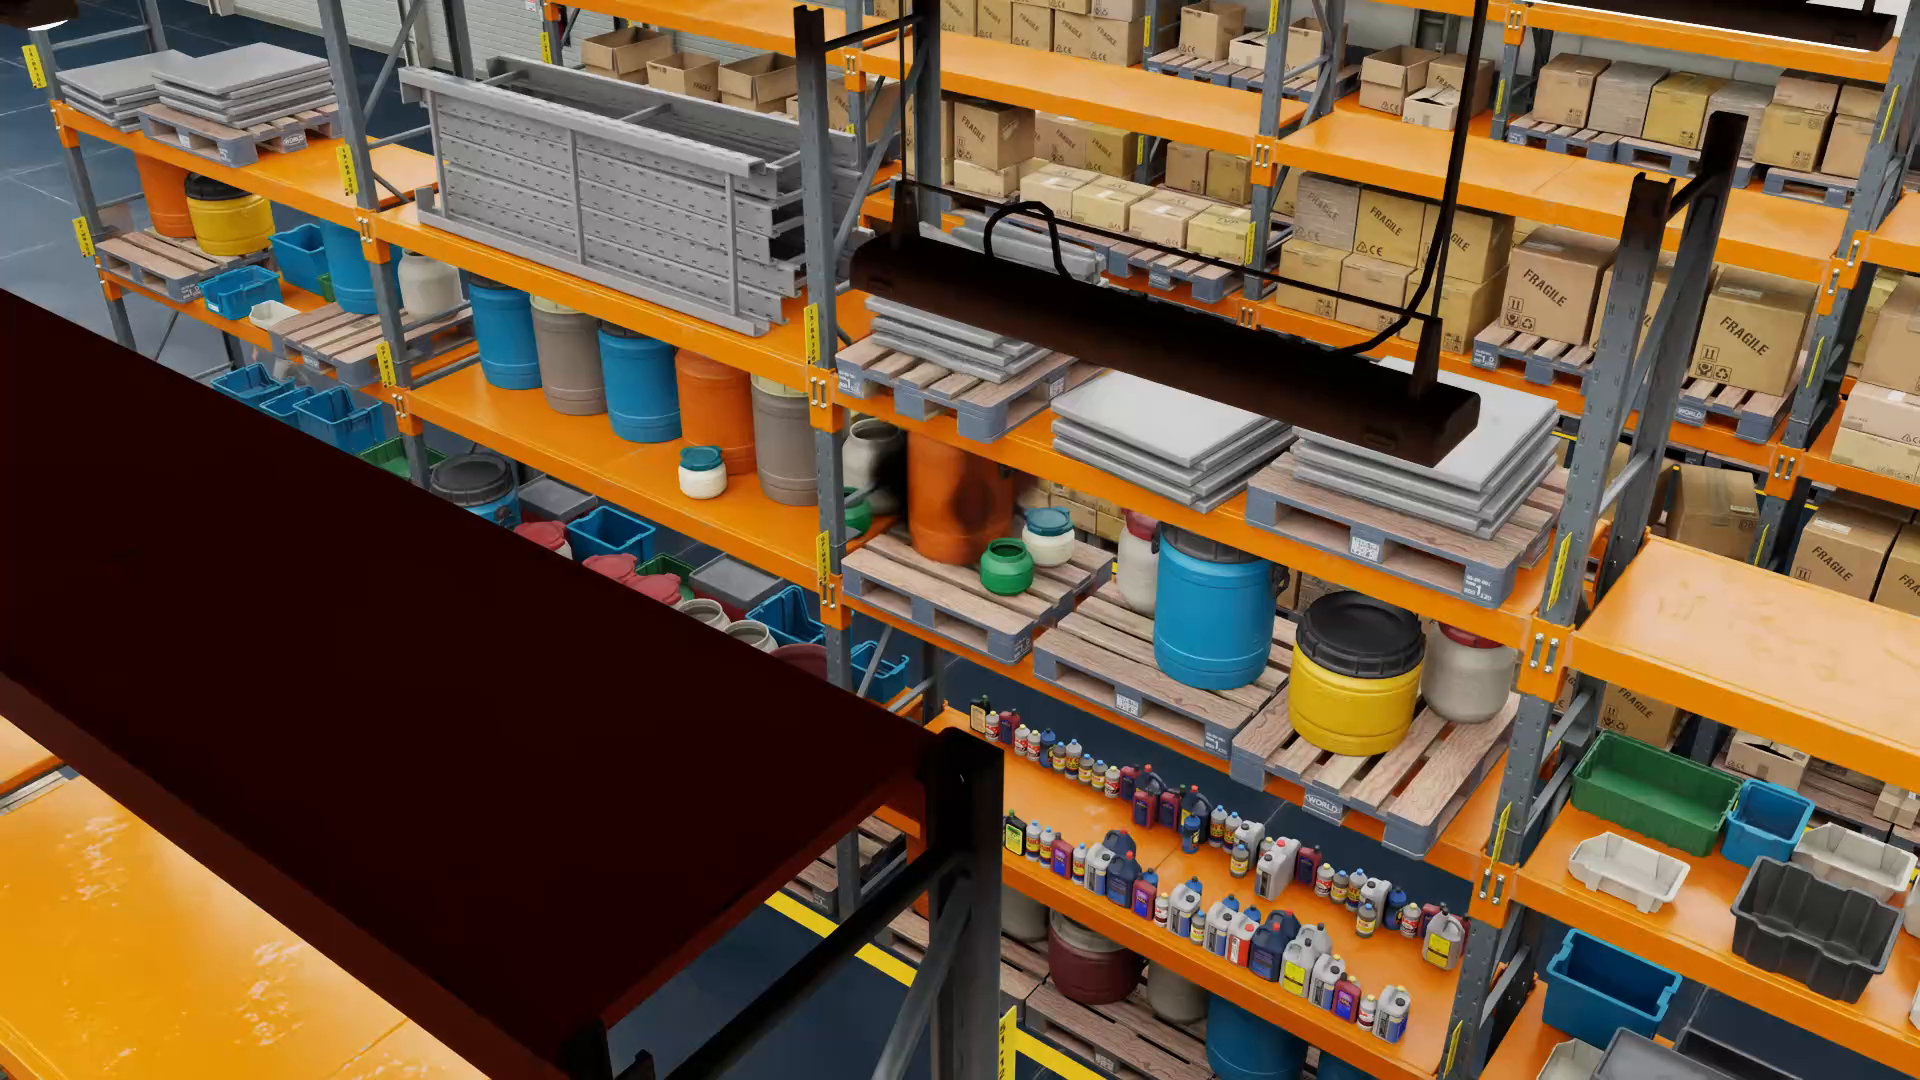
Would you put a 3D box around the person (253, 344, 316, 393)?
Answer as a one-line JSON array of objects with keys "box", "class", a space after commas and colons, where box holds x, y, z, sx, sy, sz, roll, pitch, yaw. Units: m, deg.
[{"box": [-6.898, -1.923, 16.904, 0.407, 1.621, 0.600, 22, 38, 31], "class": "person"}]
